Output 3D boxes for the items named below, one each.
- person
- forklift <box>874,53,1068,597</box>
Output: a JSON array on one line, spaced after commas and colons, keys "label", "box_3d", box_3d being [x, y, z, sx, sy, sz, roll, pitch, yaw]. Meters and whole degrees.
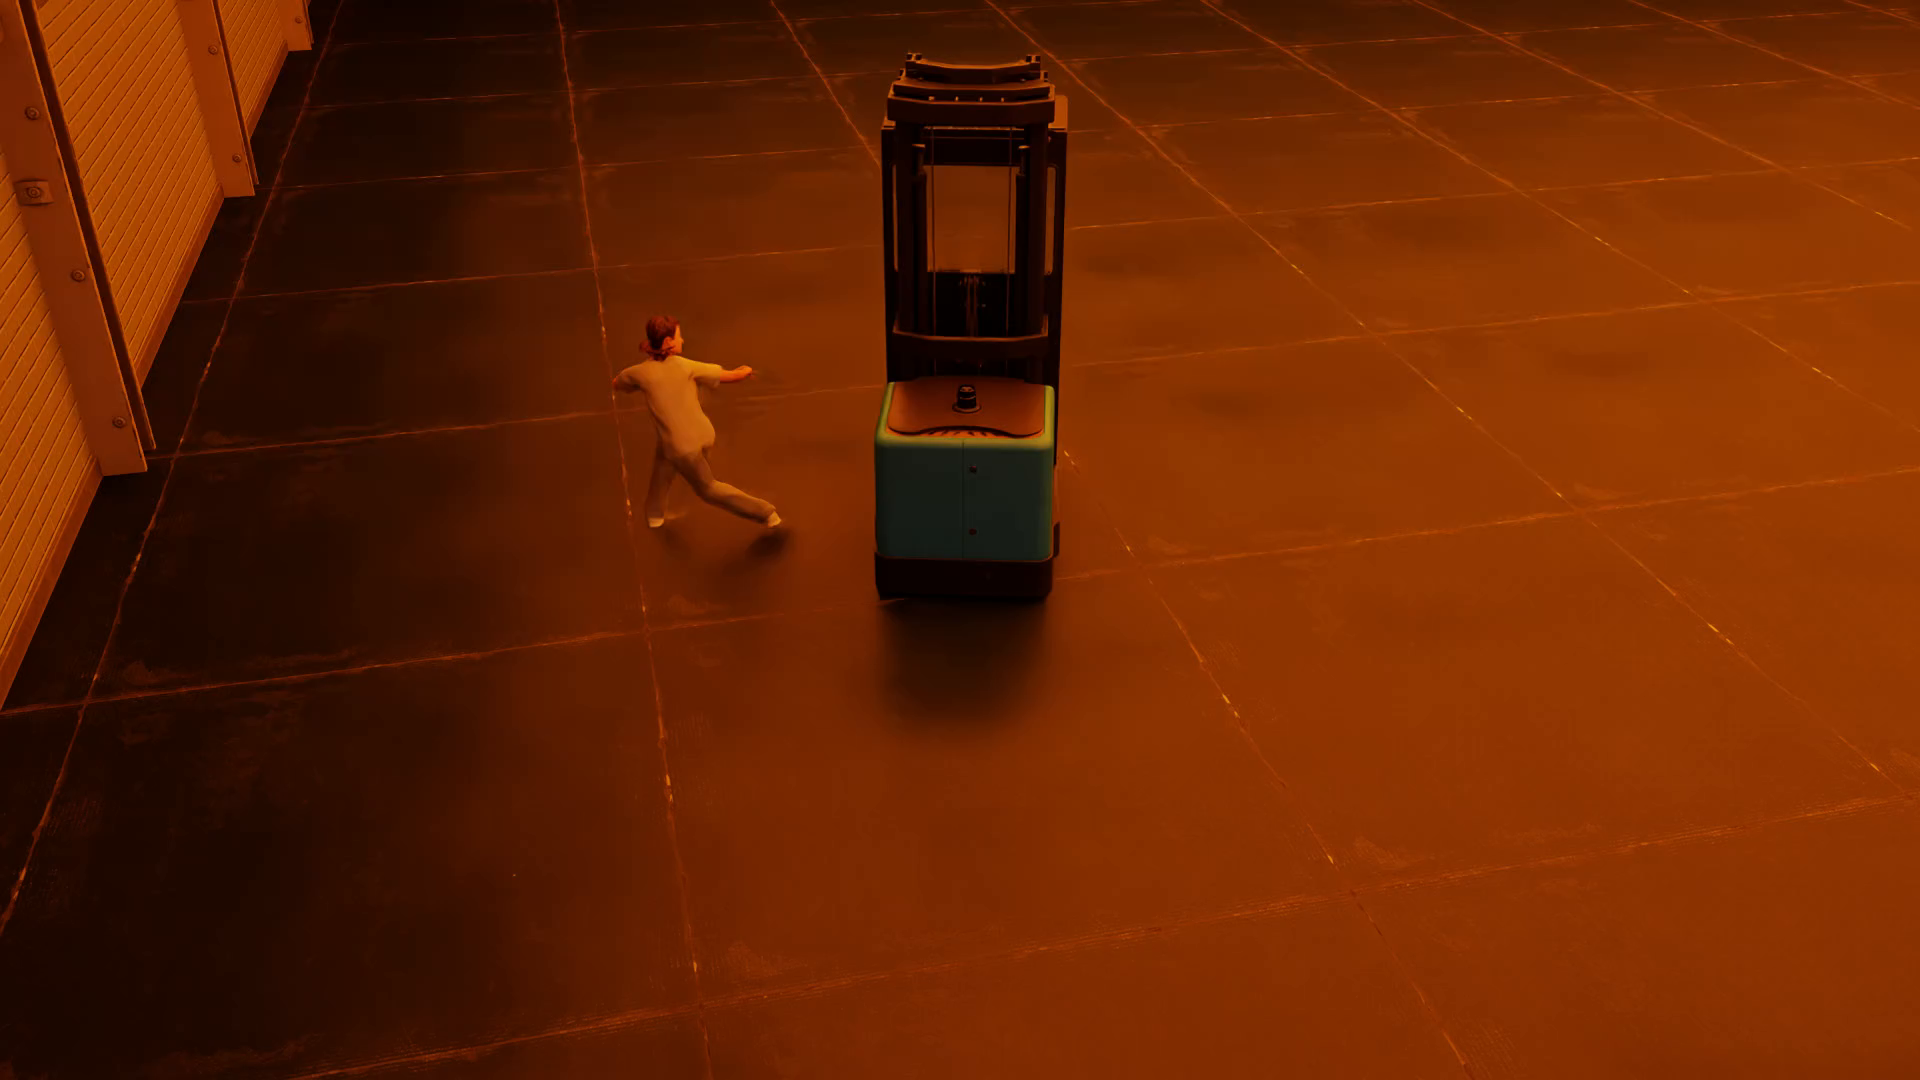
[{"label": "person", "box_3d": [-1.654, -0.730, 10.362, 0.827, 1.462, 1.040, -21, 36, -32]}, {"label": "forklift", "box_3d": [0.097, -1.639, 10.406, 1.130, 2.935, 3.031, 2, 30, 3]}]
